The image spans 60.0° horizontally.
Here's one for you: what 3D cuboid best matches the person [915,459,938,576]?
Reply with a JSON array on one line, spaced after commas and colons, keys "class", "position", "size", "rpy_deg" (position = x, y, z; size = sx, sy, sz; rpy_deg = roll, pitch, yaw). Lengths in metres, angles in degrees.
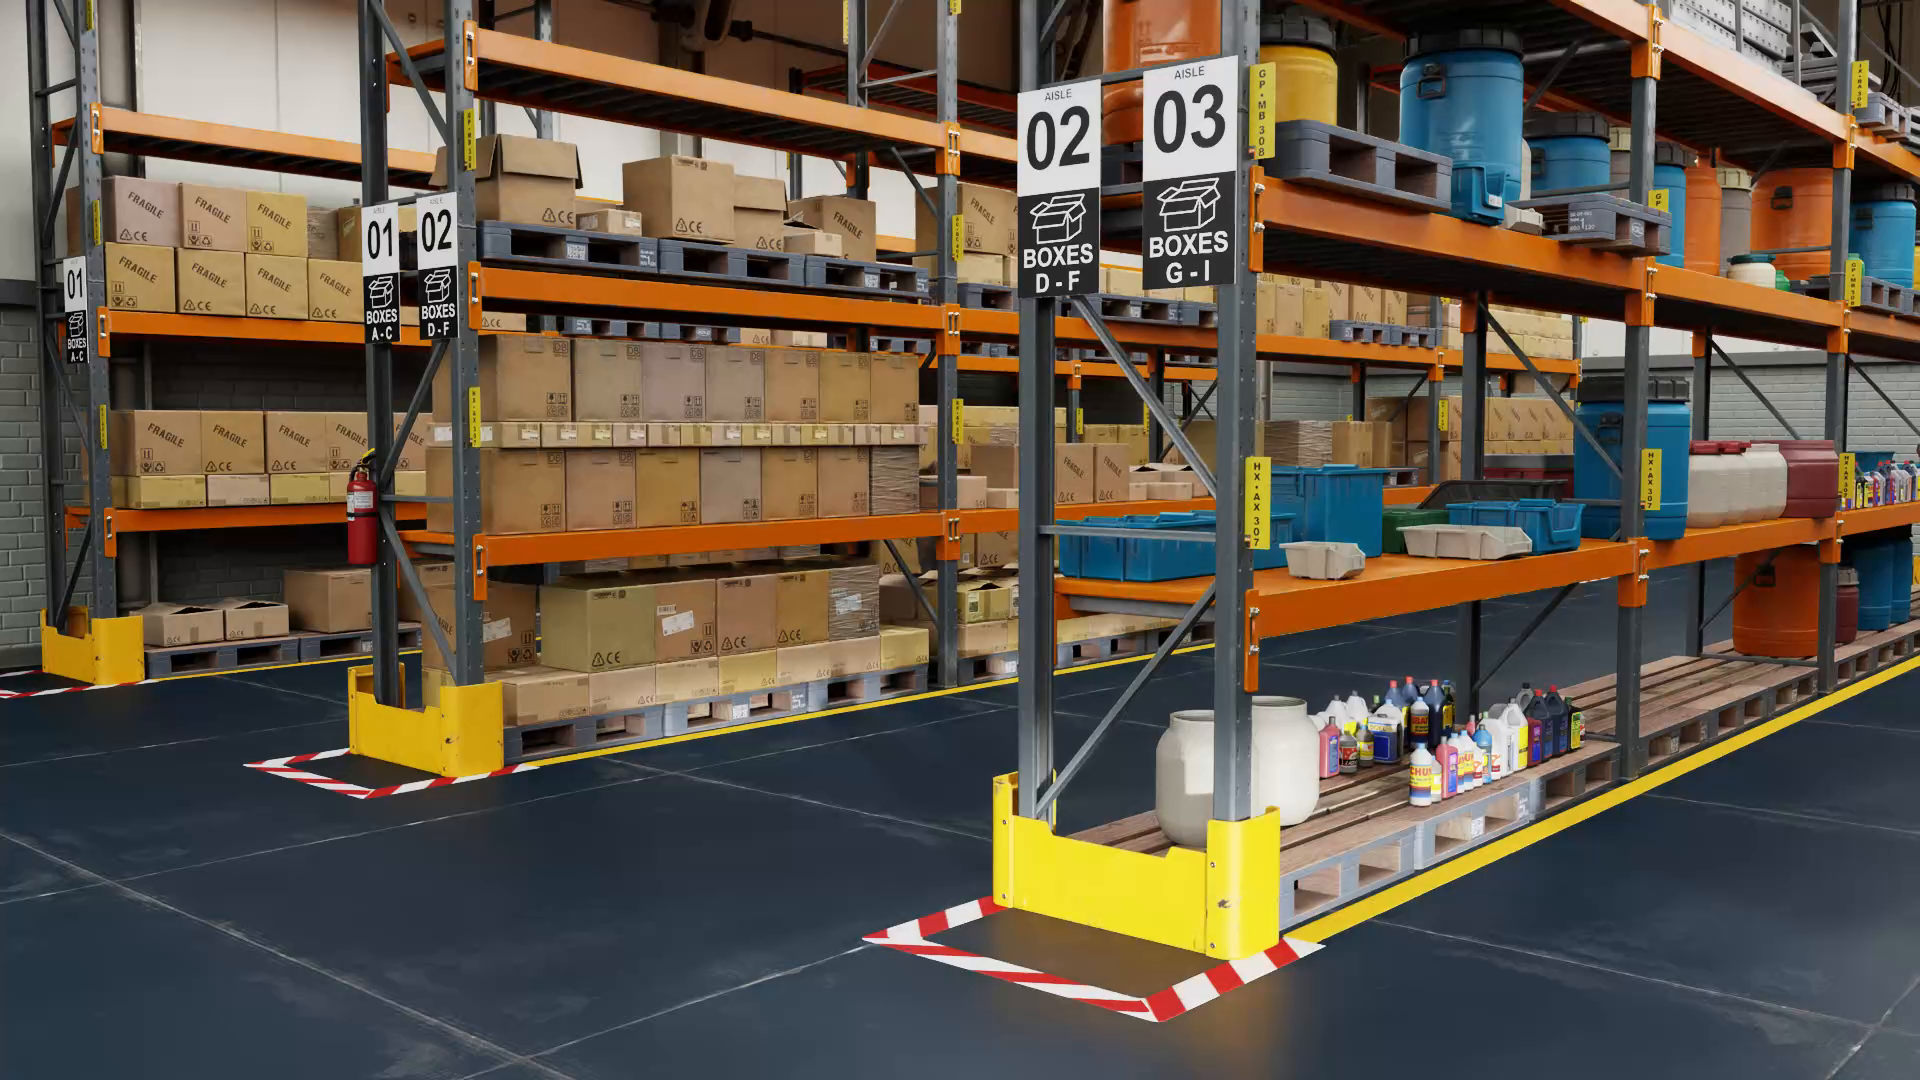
[{"class": "person", "position": [-0.245, -0.004, 16.776], "size": [0.314, 1.643, 0.443], "rpy_deg": [3, 5, 42]}]
